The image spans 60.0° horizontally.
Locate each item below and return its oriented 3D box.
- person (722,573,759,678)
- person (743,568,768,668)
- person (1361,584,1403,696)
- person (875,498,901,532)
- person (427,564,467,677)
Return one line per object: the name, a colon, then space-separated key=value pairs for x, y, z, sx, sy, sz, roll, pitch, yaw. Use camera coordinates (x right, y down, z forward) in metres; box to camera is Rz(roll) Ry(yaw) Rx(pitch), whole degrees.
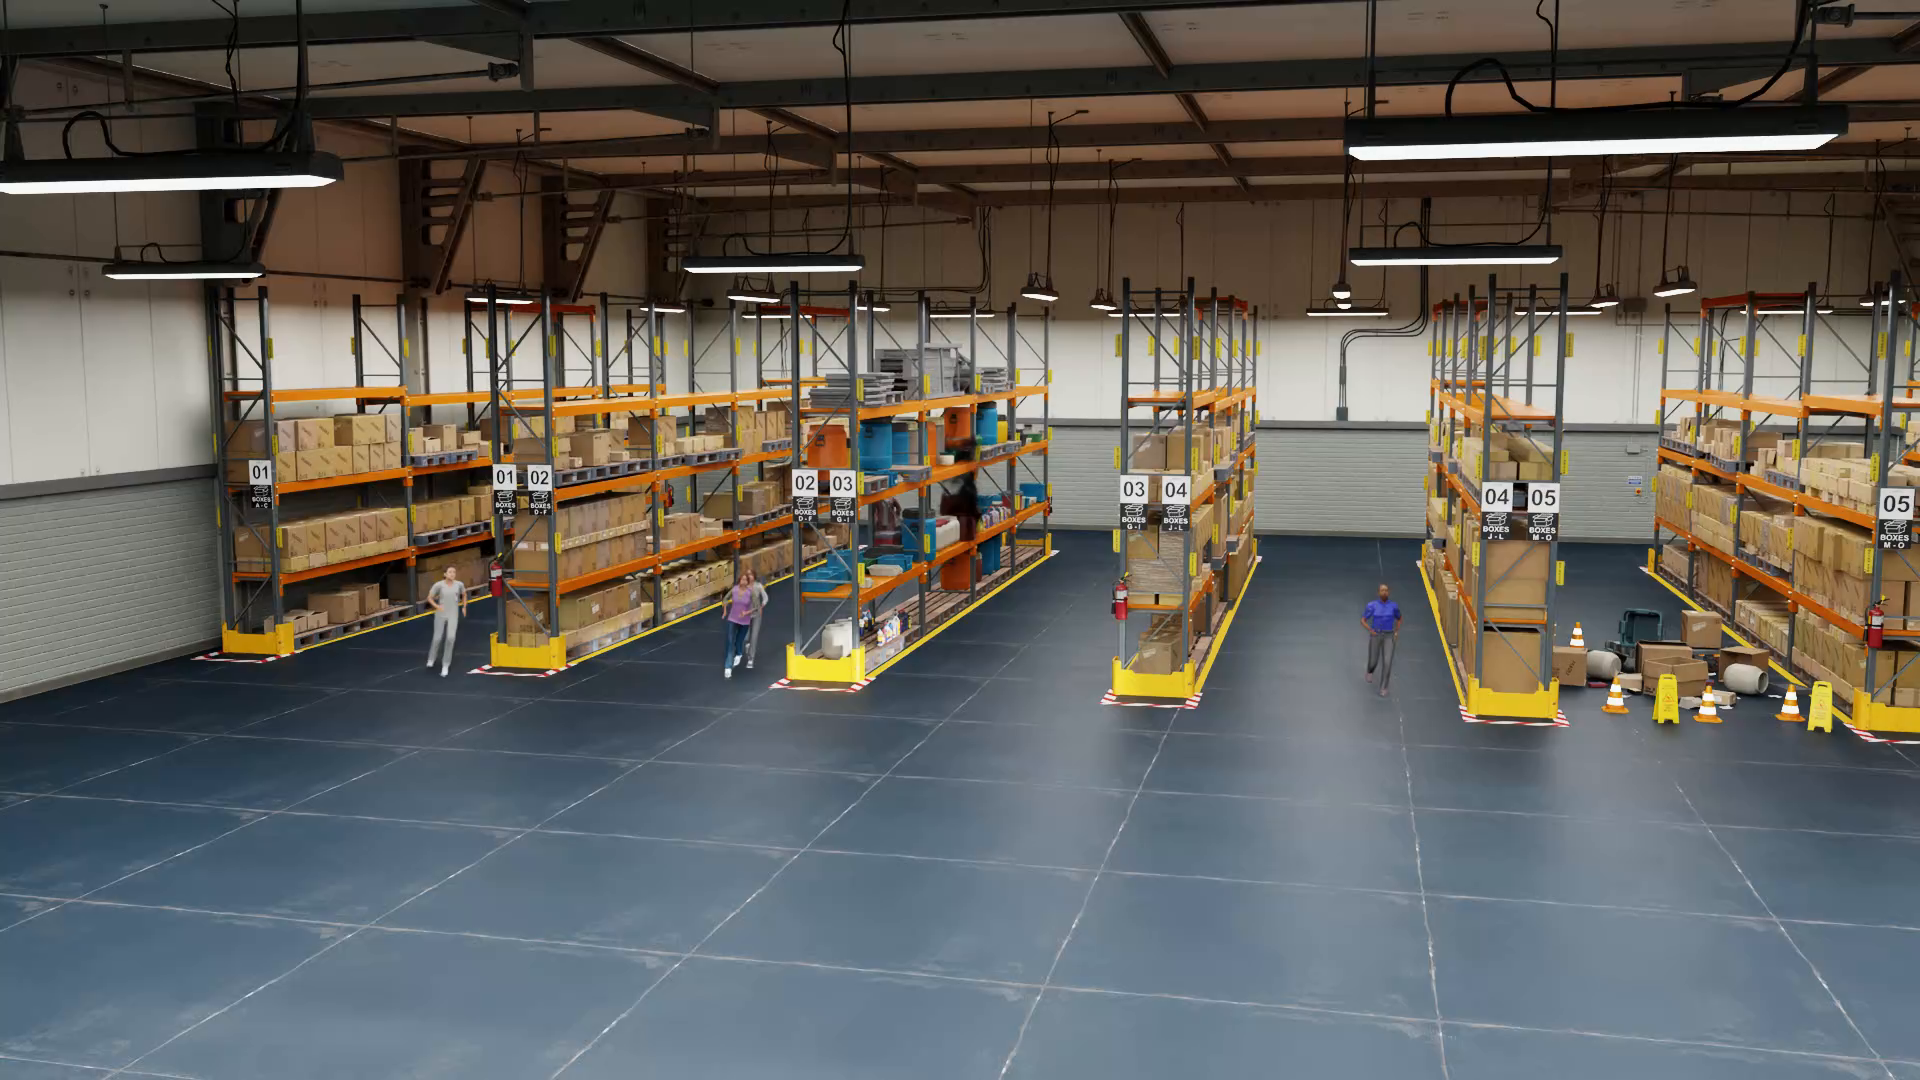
person: x=-3.388 y=1.281 z=25.702 sx=0.575 sy=1.579 sz=0.817 roll=0 pitch=7 yaw=0
person: x=-3.303 y=1.214 z=26.338 sx=0.536 sy=1.565 sz=0.651 roll=0 pitch=7 yaw=-4
person: x=6.151 y=1.431 z=24.213 sx=0.615 sy=1.602 sz=0.664 roll=0 pitch=7 yaw=4
person: x=-1.752 y=-0.356 z=39.178 sx=0.725 sy=1.780 sz=0.927 roll=0 pitch=7 yaw=1
person: x=-7.966 y=1.216 z=25.853 sx=0.643 sy=1.684 sz=0.846 roll=-3 pitch=7 yaw=-23
